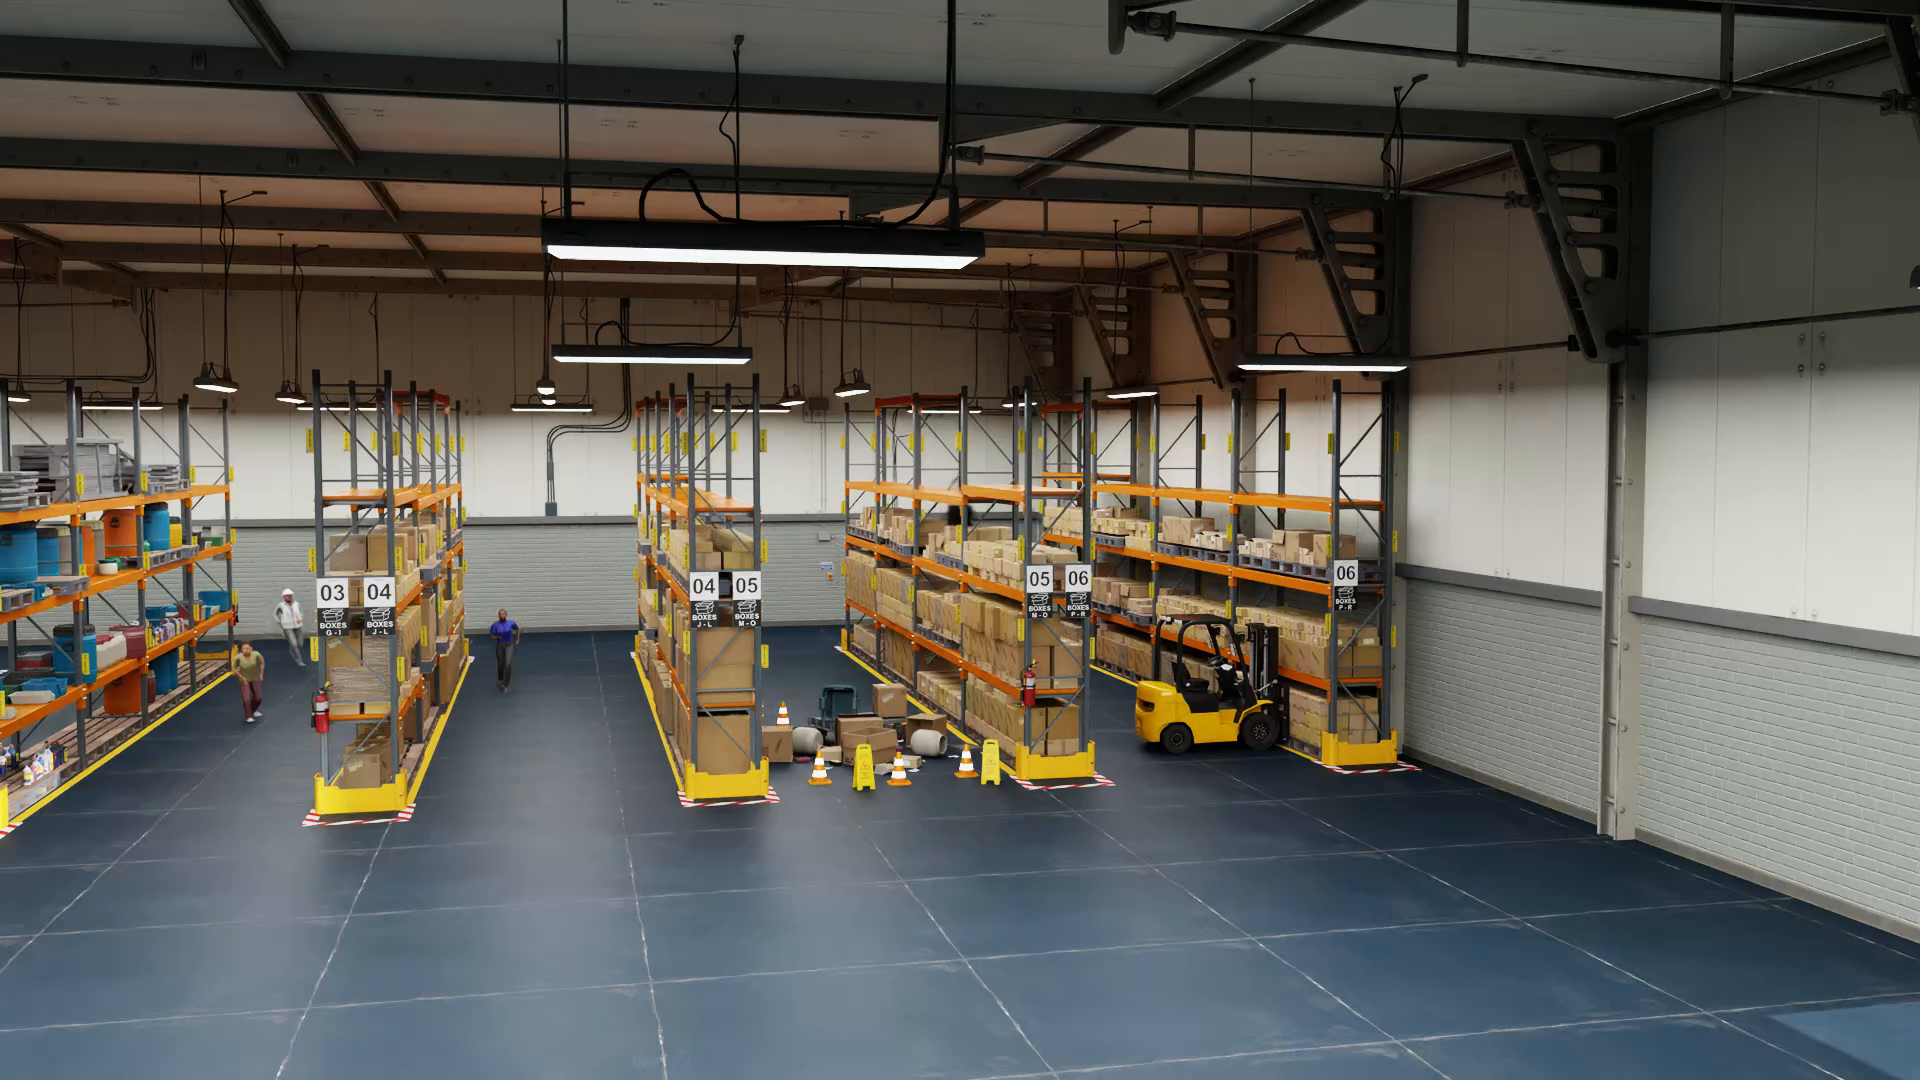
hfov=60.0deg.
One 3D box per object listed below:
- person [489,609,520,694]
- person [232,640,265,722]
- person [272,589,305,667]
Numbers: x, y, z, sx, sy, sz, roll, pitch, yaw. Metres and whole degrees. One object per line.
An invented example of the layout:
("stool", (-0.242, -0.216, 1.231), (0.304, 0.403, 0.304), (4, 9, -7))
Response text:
("person", (-9.233, 2.234, 33.731), (0.572, 1.699, 0.898), (0, 3, -8))
("person", (-12.775, 2.520, 29.824), (0.553, 1.515, 0.817), (-2, 4, -35))
("person", (-15.123, 1.976, 37.517), (0.650, 1.750, 0.881), (-3, 4, -42))
